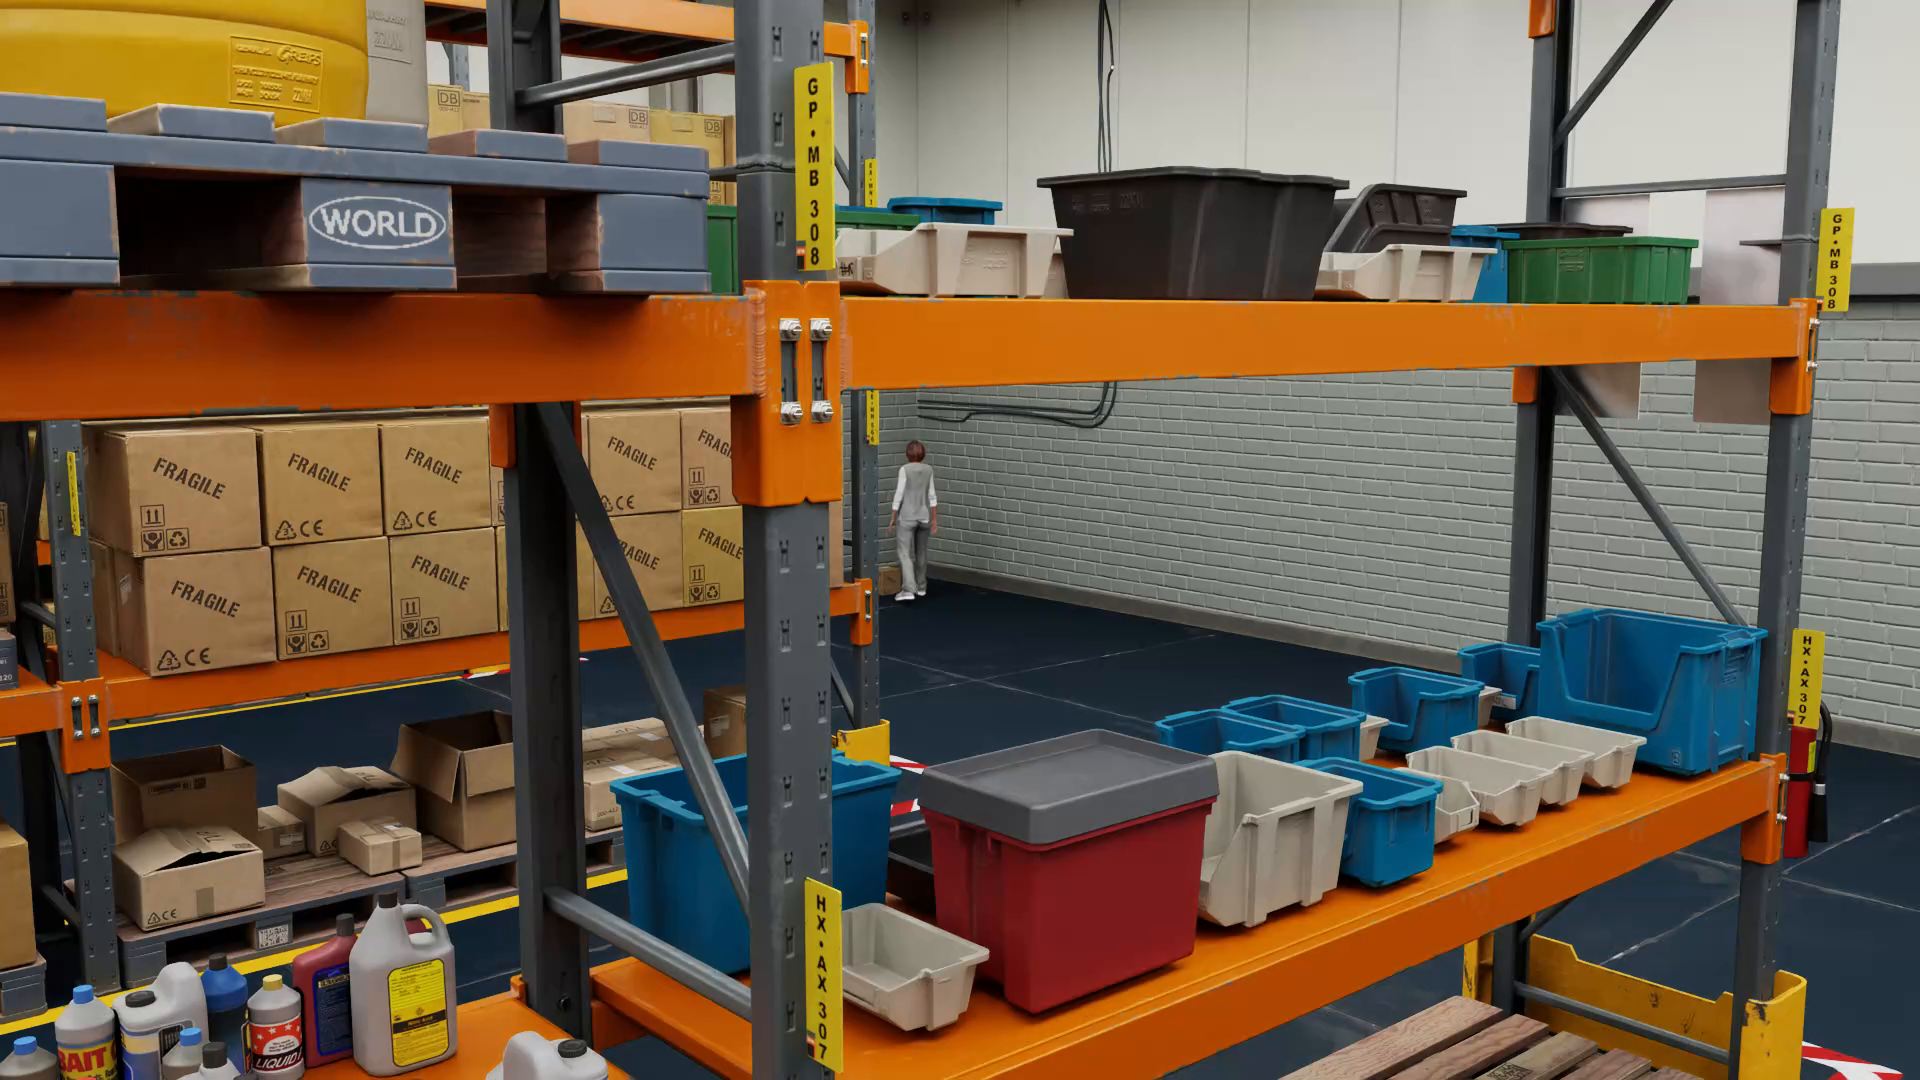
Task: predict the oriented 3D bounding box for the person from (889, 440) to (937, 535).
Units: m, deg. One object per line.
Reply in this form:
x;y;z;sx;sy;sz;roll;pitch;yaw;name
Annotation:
-0.469;-0.510;16.276;0.484;0.938;0.281;-4;9;-30;person
